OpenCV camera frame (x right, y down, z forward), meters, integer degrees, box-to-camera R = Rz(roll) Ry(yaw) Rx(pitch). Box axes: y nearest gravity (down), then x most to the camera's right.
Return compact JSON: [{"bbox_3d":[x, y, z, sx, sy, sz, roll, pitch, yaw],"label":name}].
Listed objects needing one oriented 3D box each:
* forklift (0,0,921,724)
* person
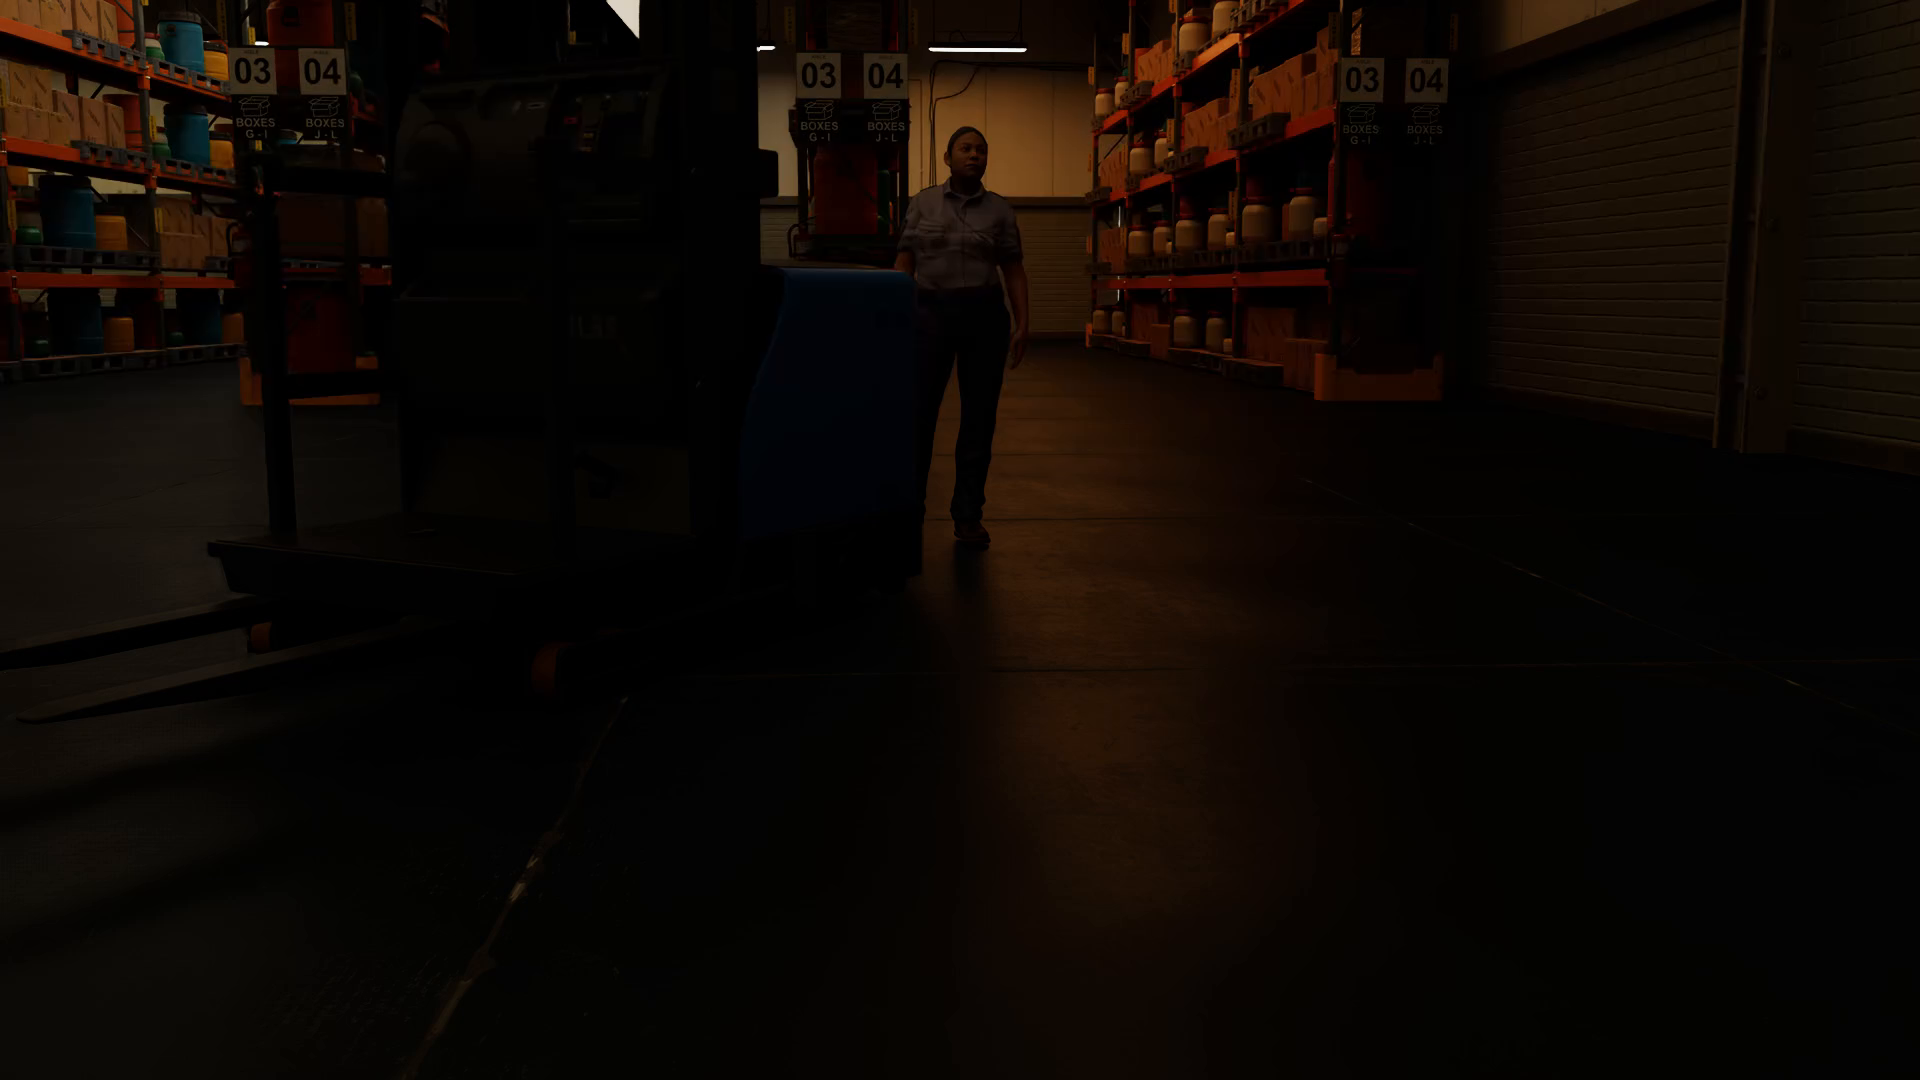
[{"bbox_3d":[-1.273,-1.116,4.343,1.130,2.935,3.031,5,10,28],"label":"forklift"},{"bbox_3d":[-0.018,-0.809,6.598,0.598,1.651,0.502,-1,8,-4],"label":"person"}]
